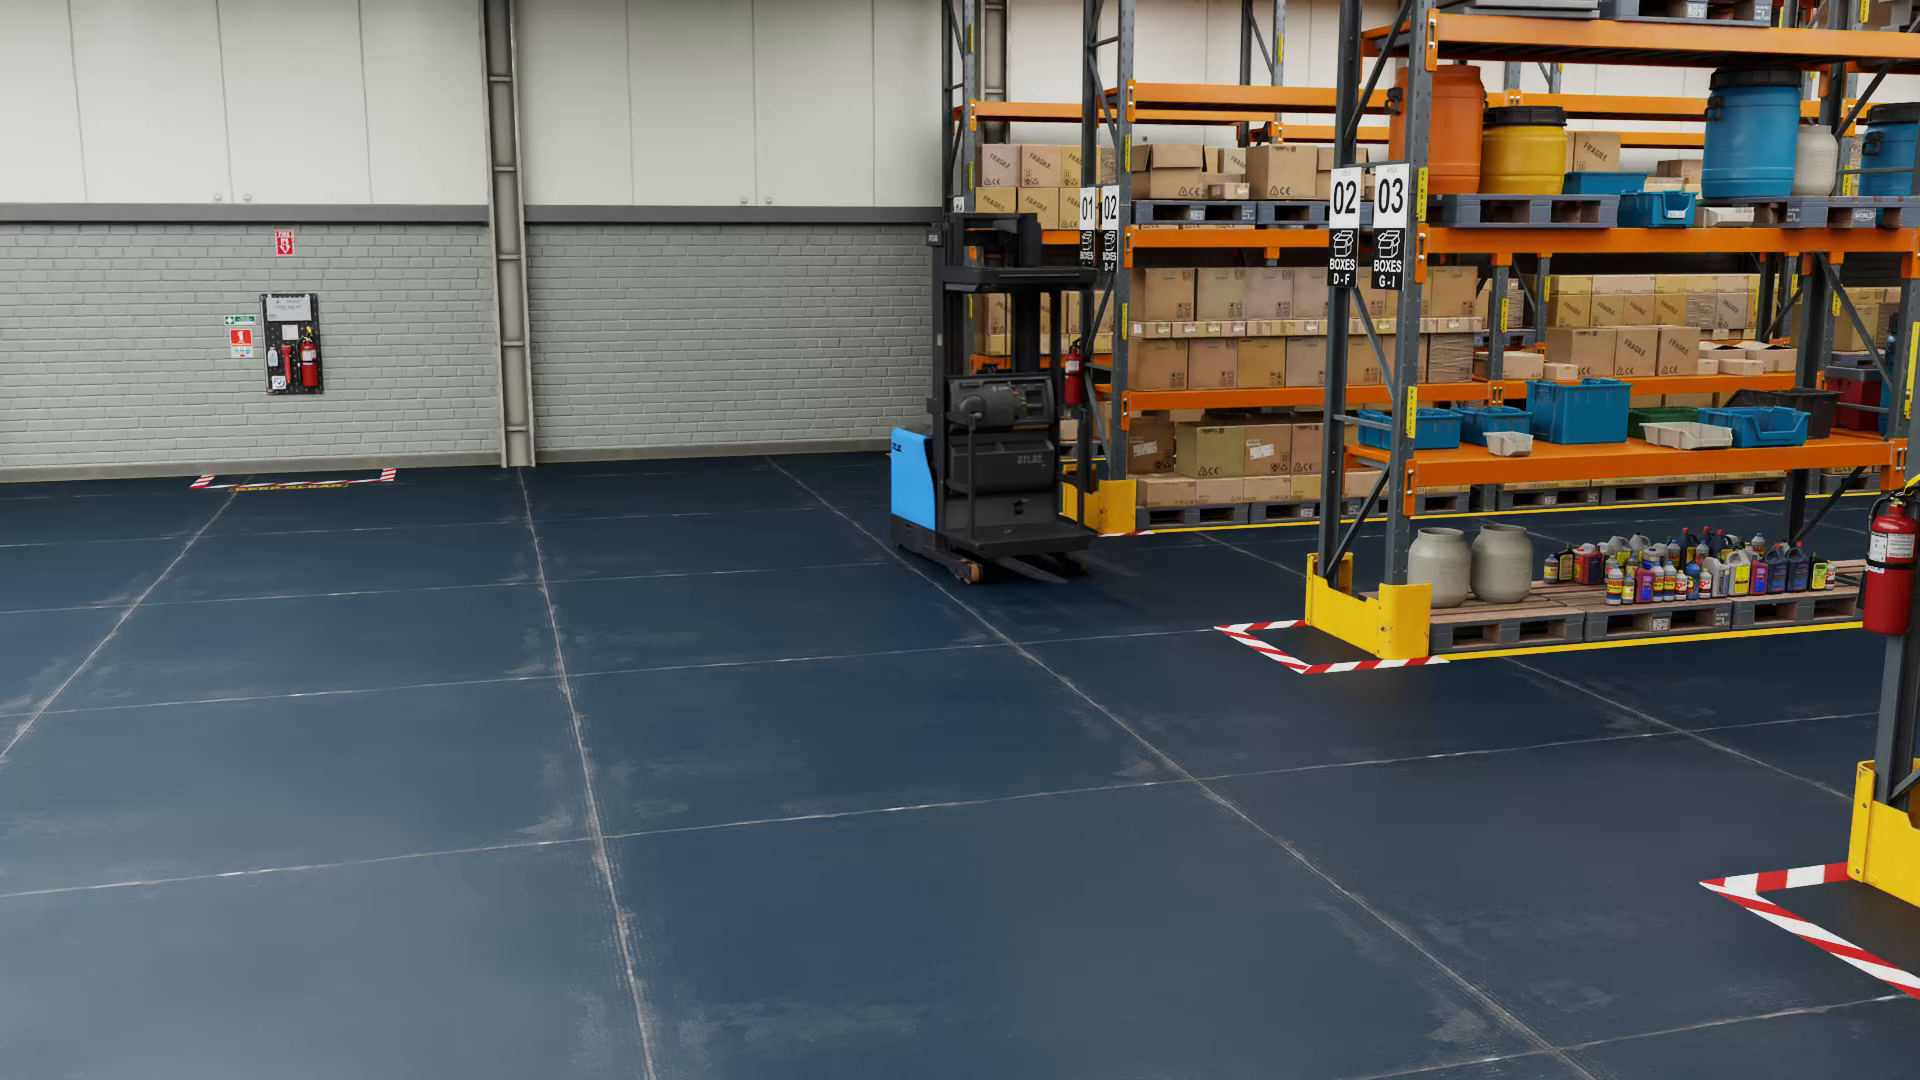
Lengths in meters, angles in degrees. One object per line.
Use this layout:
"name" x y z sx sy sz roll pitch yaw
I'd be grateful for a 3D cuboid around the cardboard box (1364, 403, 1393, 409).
"cardboard box" 5.499 -1.784 22.346 0.500 0.500 0.700 -3 11 -15

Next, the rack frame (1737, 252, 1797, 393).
"rack frame" 11.495 -3.108 23.849 0.127 3.000 1.000 -3 11 -16

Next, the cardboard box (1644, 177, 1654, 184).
"cardboard box" 9.133 -4.743 22.952 0.500 0.500 0.700 -2 11 -13

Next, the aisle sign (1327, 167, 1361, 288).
"aisle sign" 2.590 -2.105 11.221 0.004 0.787 0.394 -3 11 -16

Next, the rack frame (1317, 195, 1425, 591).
"rack frame" 2.742 -0.779 11.195 0.127 3.000 1.000 -3 11 -16

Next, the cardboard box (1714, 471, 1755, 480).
"cardboard box" 8.111 -0.803 17.764 0.500 0.250 0.500 -3 11 -17

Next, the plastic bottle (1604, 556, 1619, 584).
"plastic bottle" 4.818 0.218 12.297 0.097 0.201 0.097 0 10 0

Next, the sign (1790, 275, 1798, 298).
"sign" 11.656 -3.545 23.242 0.005 0.325 0.100 -3 11 -16

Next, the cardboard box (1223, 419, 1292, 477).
"cardboard box" 2.894 -0.905 16.243 0.500 0.500 0.500 -3 11 -16

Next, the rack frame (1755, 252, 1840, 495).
"rack frame" 9.042 -2.045 18.073 0.127 3.000 1.000 -3 11 -16

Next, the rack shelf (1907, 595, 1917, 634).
"rack shelf" 6.047 0.335 7.133 4.000 0.370 1.077 -3 11 -16

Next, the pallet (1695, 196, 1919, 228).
"pallet" 5.917 -2.310 11.750 1.003 0.211 1.213 -3 11 -16

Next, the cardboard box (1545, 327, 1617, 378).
"cardboard box" 6.449 -1.954 17.305 0.500 0.500 0.500 -2 11 -12

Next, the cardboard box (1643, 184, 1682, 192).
"cardboard box" 7.055 -3.537 17.145 0.500 0.250 0.500 -4 11 -21

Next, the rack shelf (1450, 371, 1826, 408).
"rack shelf" 7.122 -1.590 17.588 4.000 0.370 1.077 -3 11 -16

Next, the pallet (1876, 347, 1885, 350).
"pallet" 10.908 -2.050 18.629 1.213 0.211 1.003 -3 11 -16

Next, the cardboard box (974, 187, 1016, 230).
"cardboard box" 0.364 -4.009 20.124 0.500 0.500 0.500 -3 11 -14

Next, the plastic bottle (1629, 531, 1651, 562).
"plastic bottle" 5.102 0.105 12.496 0.185 0.351 0.144 -3 11 -16

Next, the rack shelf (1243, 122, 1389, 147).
"rack shelf" 5.734 -5.205 21.758 4.000 0.370 1.077 -3 11 -16

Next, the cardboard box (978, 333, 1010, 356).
"cardboard box" 0.530 -2.407 20.397 0.500 0.250 0.500 -3 11 -18

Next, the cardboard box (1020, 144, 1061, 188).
"cardboard box" 0.907 -4.521 20.144 0.500 0.500 0.500 -3 11 -17

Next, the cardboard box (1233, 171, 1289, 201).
"cardboard box" 2.927 -3.479 16.278 0.500 0.311 0.500 -2 11 -9

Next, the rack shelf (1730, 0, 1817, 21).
"rack shelf" 9.574 -7.238 22.520 4.000 0.370 1.077 -3 11 -16

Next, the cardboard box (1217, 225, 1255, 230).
"cardboard box" 3.395 -4.169 20.995 0.500 0.500 0.500 -3 11 -14

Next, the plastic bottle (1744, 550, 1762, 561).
"plastic bottle" 5.795 0.210 12.133 0.135 0.276 0.152 -3 11 -16

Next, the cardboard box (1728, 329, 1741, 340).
"cardboard box" 10.752 -2.906 23.390 0.250 0.149 0.380 -3 11 -14

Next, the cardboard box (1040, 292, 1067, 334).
"cardboard box" 0.993 -2.801 20.468 0.500 0.500 0.500 -3 11 -16

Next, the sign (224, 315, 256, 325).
"sign" -8.294 -2.532 19.154 0.331 0.109 0.001 -3 11 -16

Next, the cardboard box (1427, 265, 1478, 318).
"cardboard box" 4.777 -2.506 16.719 0.500 0.500 0.700 -3 11 -16

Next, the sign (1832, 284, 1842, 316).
"sign" 9.201 -2.518 17.445 0.005 0.325 0.100 -3 11 -16

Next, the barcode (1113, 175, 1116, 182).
"barcode" 1.516 -3.500 16.088 0.075 0.075 0.001 -3 11 -16

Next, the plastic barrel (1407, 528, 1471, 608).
"plastic barrel" 3.353 0.192 11.636 0.421 0.512 0.421 0 10 0

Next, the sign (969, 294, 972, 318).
"sign" 0.125 -2.832 19.960 0.005 0.325 0.100 -3 11 -16

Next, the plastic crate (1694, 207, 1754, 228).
"plastic crate" 5.155 -2.175 11.224 0.396 0.136 0.243 -3 11 -16

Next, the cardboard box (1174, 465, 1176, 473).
"cardboard box" 2.270 -0.600 16.660 0.500 0.250 0.500 -3 11 -16

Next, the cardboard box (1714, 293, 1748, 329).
"cardboard box" 10.635 -3.219 23.297 0.500 0.500 0.500 -3 11 -15

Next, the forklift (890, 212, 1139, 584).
"forklift" 0.433 -1.178 13.554 1.130 2.935 3.031 -5 11 -24

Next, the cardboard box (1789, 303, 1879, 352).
"cardboard box" 9.615 -2.352 18.305 0.500 0.500 0.700 -7 13 -35

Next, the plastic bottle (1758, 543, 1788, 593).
"plastic bottle" 5.861 0.198 11.993 0.185 0.351 0.144 -4 11 -19

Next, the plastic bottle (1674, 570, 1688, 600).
"plastic bottle" 5.090 0.316 11.762 0.097 0.201 0.097 0 10 0

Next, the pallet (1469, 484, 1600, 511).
"pallet" 5.898 -0.515 17.465 1.213 0.211 1.003 -3 11 -16

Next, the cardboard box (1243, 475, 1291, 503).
"cardboard box" 2.897 -0.534 16.300 0.500 0.250 0.500 -3 11 -16

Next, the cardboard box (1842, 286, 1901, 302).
"cardboard box" 13.418 -3.355 24.360 0.700 0.700 0.980 -4 11 -19

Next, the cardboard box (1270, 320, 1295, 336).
"cardboard box" 3.034 -2.056 16.067 0.250 0.149 0.380 -3 11 -17

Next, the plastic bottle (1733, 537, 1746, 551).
"plastic bottle" 5.882 0.118 12.612 0.133 0.283 0.061 -3 11 -16

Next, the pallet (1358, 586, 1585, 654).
"pallet" 3.583 0.540 11.732 1.213 0.211 1.003 -3 11 -16

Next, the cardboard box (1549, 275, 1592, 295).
"cardboard box" 8.190 -3.460 22.533 0.500 0.250 0.500 -3 11 -15

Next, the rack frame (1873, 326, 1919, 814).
"rack frame" 4.126 0.082 6.519 0.127 3.000 1.000 -3 11 -16

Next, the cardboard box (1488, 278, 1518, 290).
"cardboard box" 7.331 -3.468 22.519 0.250 0.149 0.380 -5 11 -23

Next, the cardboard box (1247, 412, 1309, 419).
"cardboard box" 3.229 -1.020 16.870 0.500 0.500 0.500 -3 11 -16

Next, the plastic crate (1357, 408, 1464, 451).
"plastic crate" 3.139 -0.783 11.629 0.616 0.251 0.499 -3 11 -16

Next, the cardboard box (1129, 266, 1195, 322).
"cardboard box" 1.864 -2.351 15.878 0.500 0.500 0.700 -3 11 -16

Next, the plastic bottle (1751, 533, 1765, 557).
"plastic bottle" 6.154 0.084 12.829 0.097 0.271 0.097 0 10 0

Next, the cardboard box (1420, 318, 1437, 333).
"cardboard box" 4.512 -2.134 16.488 0.250 0.149 0.380 -3 11 -18

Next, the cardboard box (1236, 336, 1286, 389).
"cardboard box" 2.794 -1.762 16.261 0.500 0.500 0.700 -3 11 -16

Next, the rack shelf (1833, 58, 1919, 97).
"rack shelf" 8.503 -3.482 12.403 4.000 0.370 1.077 -3 11 -16

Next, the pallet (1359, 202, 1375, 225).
"pallet" 4.390 -3.226 16.451 1.213 0.211 1.003 -3 11 -16
